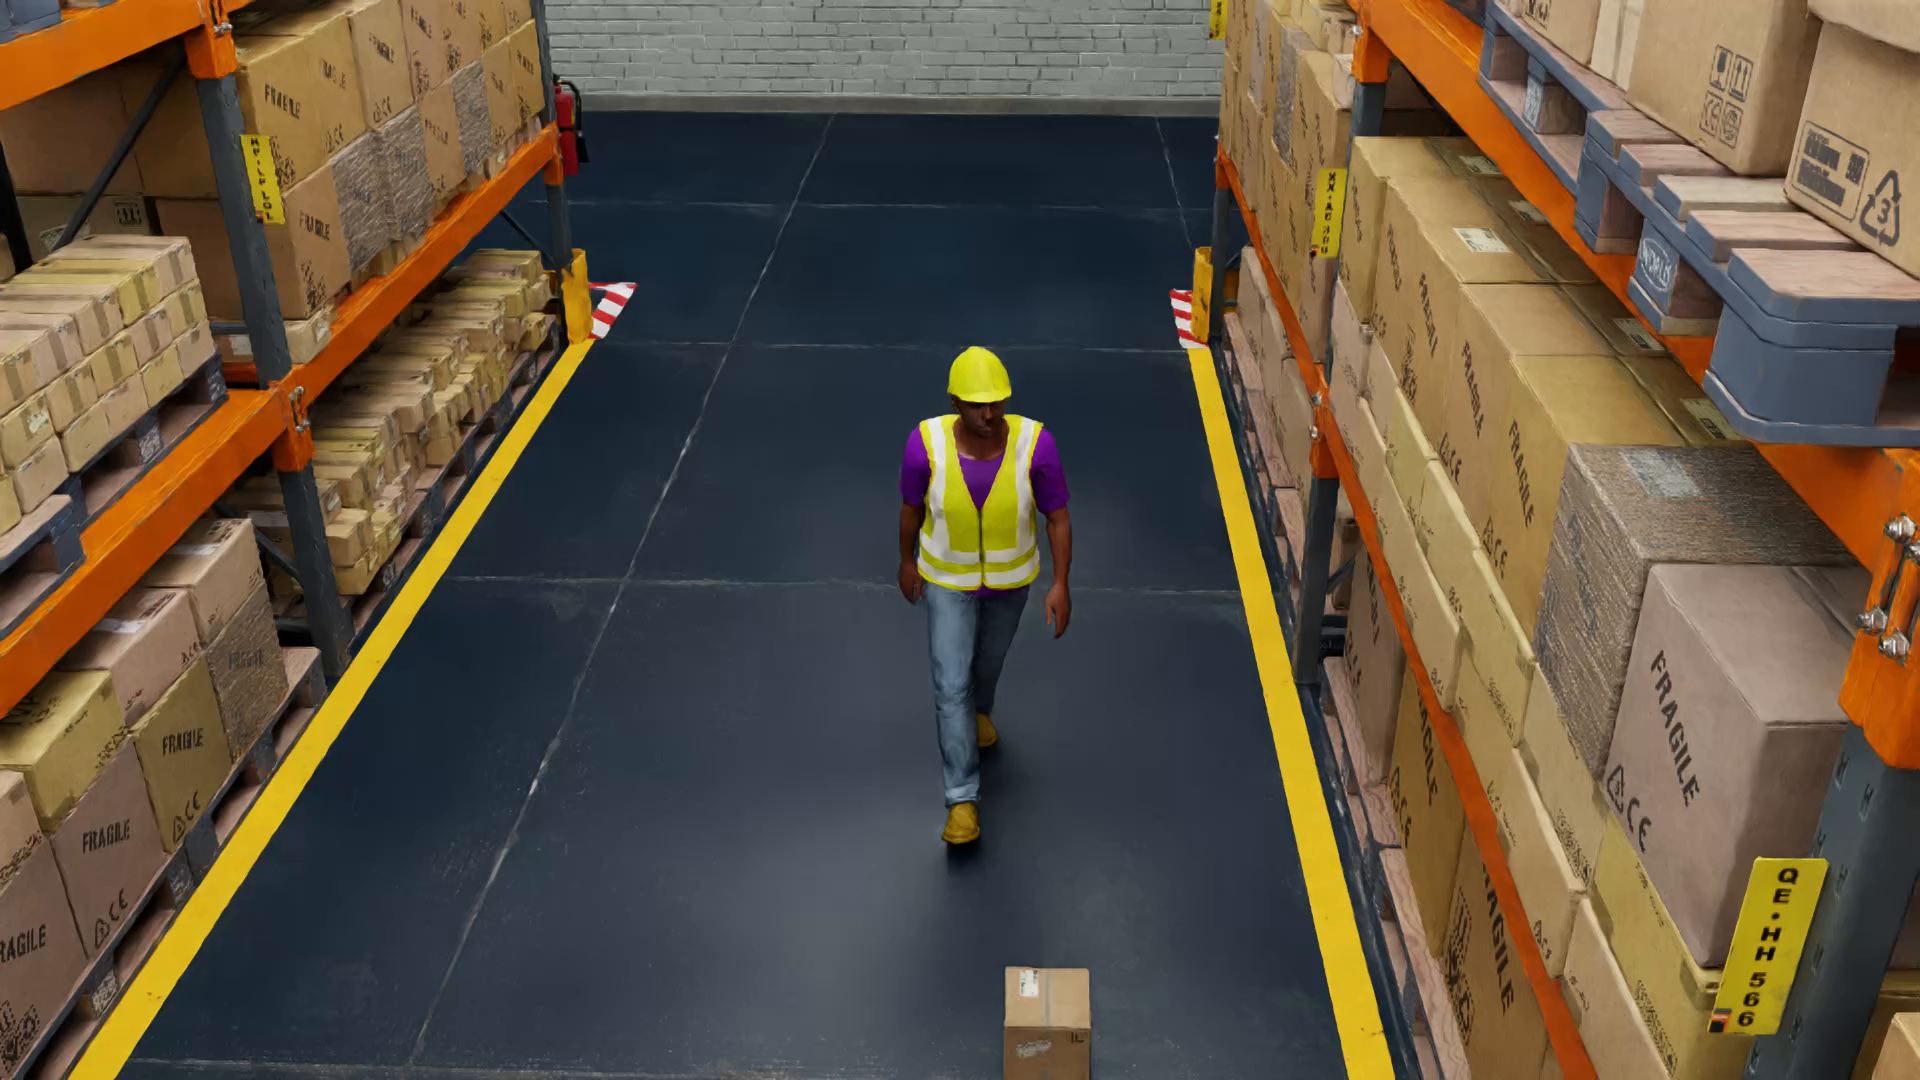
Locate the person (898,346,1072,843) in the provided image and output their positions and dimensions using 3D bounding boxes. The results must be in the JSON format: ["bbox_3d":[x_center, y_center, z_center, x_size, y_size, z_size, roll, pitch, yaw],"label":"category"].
[{"bbox_3d":[0.097,0.145,5.827,0.592,1.711,0.982,-3,28,-6],"label":"person"}]
